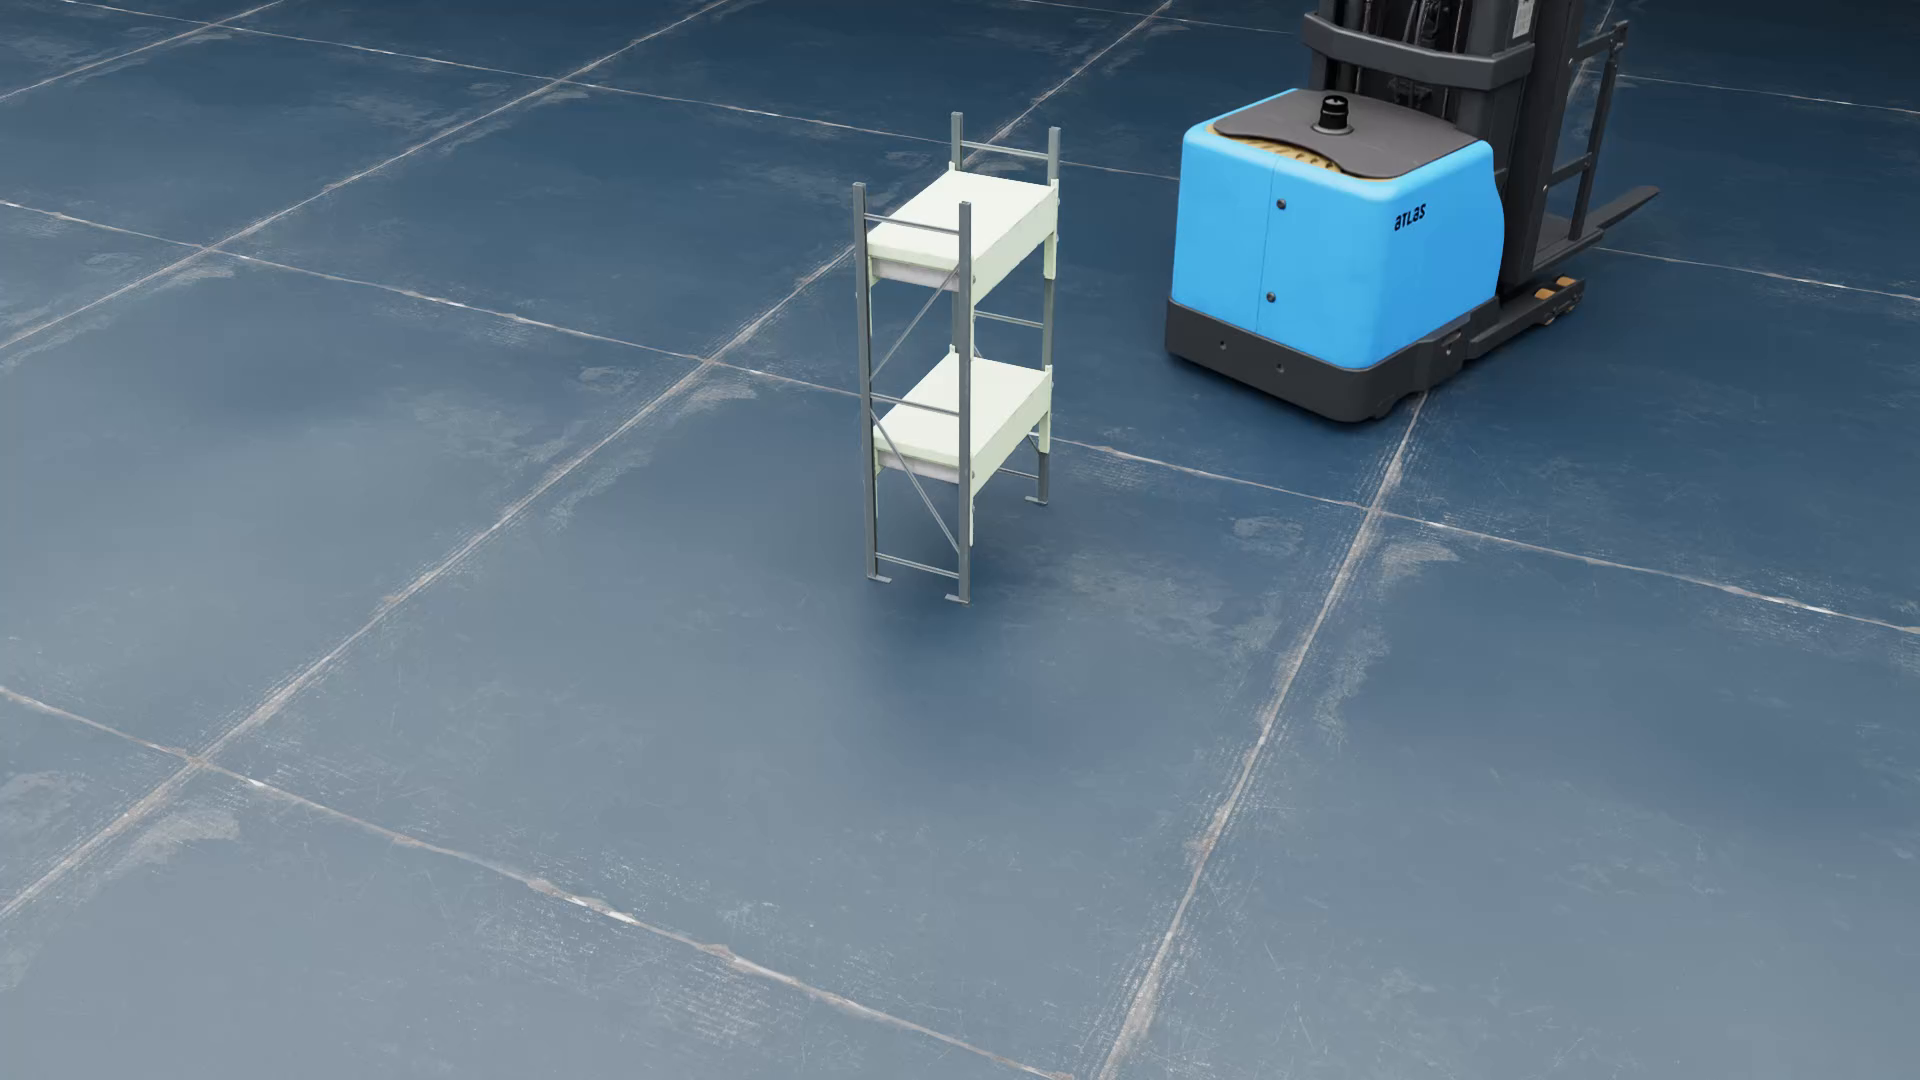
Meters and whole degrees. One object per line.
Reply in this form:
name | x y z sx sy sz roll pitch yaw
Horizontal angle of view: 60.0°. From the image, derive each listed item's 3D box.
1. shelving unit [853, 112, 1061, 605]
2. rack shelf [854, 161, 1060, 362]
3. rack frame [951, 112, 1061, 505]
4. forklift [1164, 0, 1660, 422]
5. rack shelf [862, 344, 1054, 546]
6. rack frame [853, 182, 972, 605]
shelving unit | 0.003 -0.631 5.844 0.431 1.500 0.755 14 36 20
rack shelf | 0.003 -0.957 5.630 0.431 0.370 0.720 14 36 20
rack frame | 0.156 -0.813 6.122 0.400 1.500 0.023 14 36 20
forklift | 2.319 -2.413 7.257 3.031 2.935 1.130 -28 43 -36
rack shelf | 0.003 -0.358 6.023 0.431 0.370 0.720 14 36 20
rack frame | -0.150 -0.448 5.566 0.400 1.500 0.023 14 36 20
